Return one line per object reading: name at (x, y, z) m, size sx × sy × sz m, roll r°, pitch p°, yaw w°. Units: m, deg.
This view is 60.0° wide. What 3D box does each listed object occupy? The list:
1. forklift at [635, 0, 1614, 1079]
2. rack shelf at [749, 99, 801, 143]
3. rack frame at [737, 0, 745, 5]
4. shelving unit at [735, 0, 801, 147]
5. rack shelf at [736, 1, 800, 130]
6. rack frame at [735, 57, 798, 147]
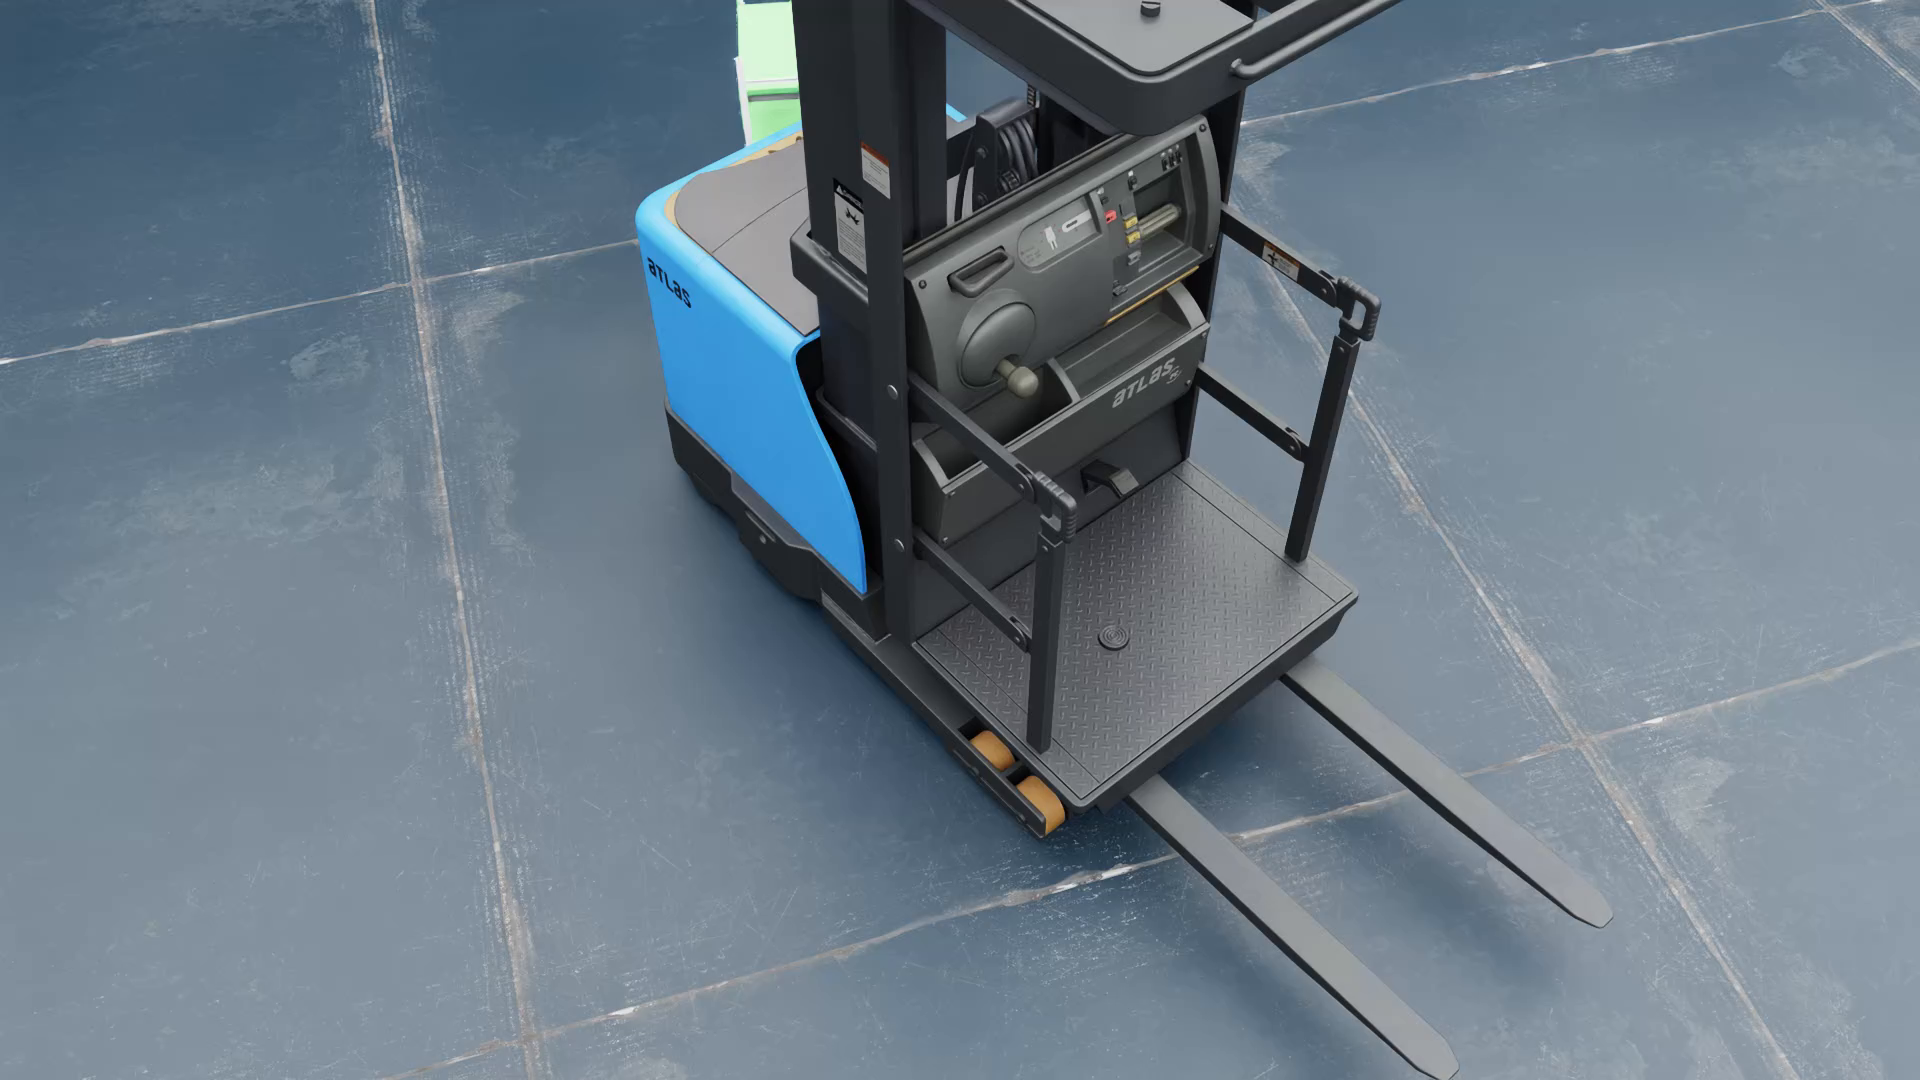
forklift at (0.408, -0.578, 3.820) m, size 1.130 × 2.935 × 3.031 m, roll -33°, pitch 57°, yaw -25°
rack shelf at (-0.559, -1.333, 5.356) m, size 0.258 × 0.148 × 0.480 m, roll -5°, pitch 50°, yaw -3°
rack frame at (-0.582, -1.406, 5.647) m, size 0.240 × 1.200 × 0.015 m, roll -5°, pitch 50°, yaw -3°
shelving unit at (-0.558, -1.220, 5.491) m, size 0.258 × 1.200 × 0.503 m, roll -5°, pitch 50°, yaw -3°
rack shelf at (-0.561, -1.486, 5.172) m, size 0.258 × 0.148 × 0.480 m, roll -5°, pitch 50°, yaw -3°
rack frame at (-0.534, -1.033, 5.335) m, size 0.240 × 1.200 × 0.015 m, roll -5°, pitch 50°, yaw -3°
